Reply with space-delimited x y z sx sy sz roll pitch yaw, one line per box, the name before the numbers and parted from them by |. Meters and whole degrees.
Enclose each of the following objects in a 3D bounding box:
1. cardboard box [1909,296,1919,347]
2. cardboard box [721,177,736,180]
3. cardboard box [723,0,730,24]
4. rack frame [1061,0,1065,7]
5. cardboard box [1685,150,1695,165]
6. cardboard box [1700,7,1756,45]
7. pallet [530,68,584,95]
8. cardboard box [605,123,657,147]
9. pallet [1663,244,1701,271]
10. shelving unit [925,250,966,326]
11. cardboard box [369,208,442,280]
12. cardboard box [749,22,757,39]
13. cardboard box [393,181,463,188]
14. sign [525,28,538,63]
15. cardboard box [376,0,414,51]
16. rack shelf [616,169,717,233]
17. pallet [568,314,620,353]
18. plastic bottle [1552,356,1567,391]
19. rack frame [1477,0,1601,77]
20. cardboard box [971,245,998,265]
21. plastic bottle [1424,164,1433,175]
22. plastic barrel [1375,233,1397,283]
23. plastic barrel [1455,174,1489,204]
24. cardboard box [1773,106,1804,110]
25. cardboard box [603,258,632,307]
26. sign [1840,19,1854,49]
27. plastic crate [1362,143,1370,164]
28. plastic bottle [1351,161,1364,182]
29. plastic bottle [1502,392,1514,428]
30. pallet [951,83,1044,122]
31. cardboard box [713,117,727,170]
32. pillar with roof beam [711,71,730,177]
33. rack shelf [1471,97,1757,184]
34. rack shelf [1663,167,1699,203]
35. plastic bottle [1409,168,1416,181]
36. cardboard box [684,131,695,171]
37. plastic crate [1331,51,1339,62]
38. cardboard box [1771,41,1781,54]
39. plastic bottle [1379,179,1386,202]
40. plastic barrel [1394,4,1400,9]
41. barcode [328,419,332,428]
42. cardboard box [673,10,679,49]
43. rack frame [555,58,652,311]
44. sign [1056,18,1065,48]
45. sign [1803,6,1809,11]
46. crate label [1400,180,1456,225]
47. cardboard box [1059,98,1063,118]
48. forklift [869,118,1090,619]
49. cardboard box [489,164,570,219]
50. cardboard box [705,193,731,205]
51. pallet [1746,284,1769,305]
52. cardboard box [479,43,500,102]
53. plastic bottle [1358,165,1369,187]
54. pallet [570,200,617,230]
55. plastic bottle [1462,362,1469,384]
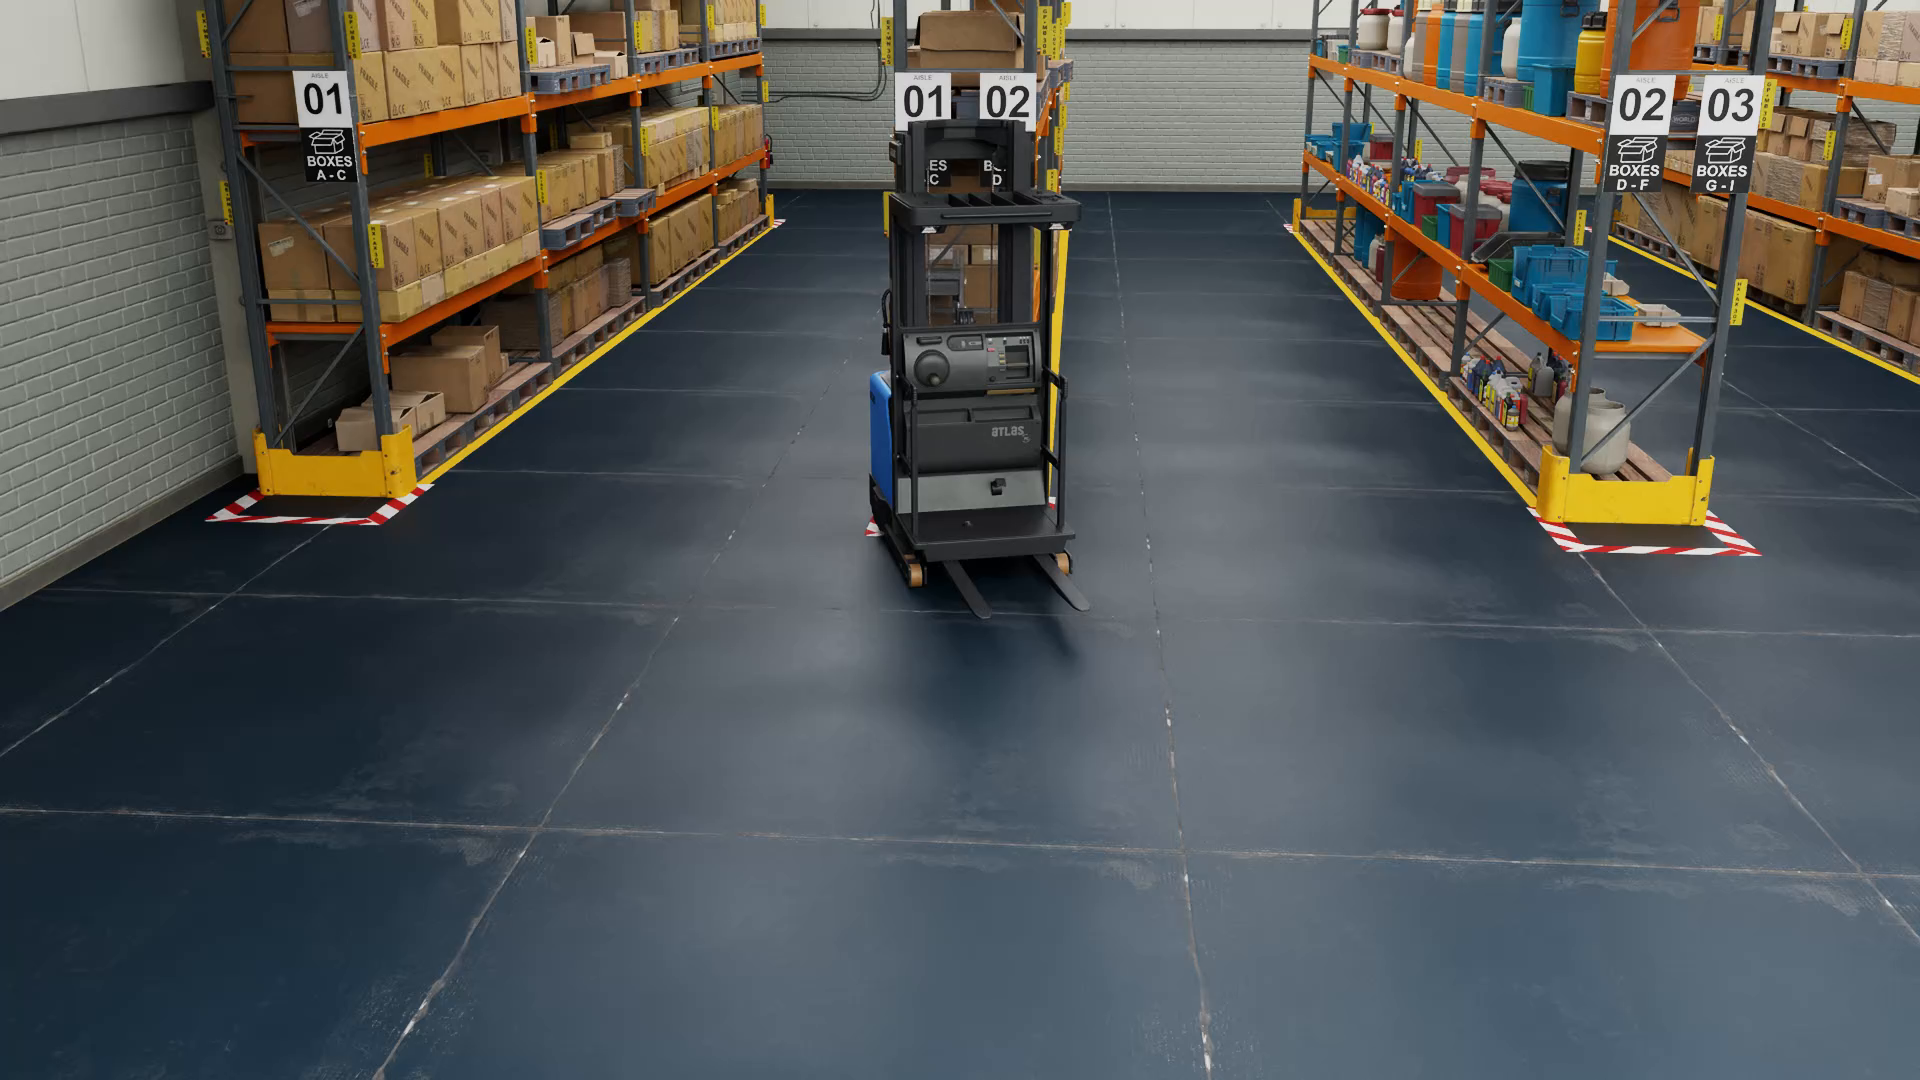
cardboard box | 10.362 -2.238 17.244 0.700 0.500 0.500 0 18 -1
cardboard box | -3.898 -5.907 27.433 0.380 0.149 0.250 1 18 4
cardboard box | -3.683 -7.854 24.459 0.500 0.500 0.500 1 18 3
rack frame | 1.184 -9.505 26.480 1.000 3.000 0.127 1 18 4
cardboard box | 10.548 -5.403 23.358 0.500 0.250 0.500 1 18 3
cardboard box | 10.774 -7.154 23.127 0.700 0.500 0.500 0 18 1
pallet | -4.467 -4.562 16.514 1.213 0.211 1.003 1 18 4
cardboard box | -4.039 -4.978 20.424 0.500 0.250 0.500 2 18 5
pallet | 10.910 -4.099 24.094 1.003 0.211 1.213 1 18 4
shelving unit | -0.201 -1.065 12.212 0.431 2.100 0.503 -1 11 -6
cardboard box | -4.525 -2.384 13.386 0.500 0.500 0.500 1 18 4
cardboard box | -3.545 -8.132 26.511 0.500 0.250 0.500 2 18 6
cardboard box | -4.900 -3.030 15.356 0.500 0.500 0.500 1 18 4
sign | -4.076 -4.698 15.797 0.100 0.325 0.005 1 18 4
cardboard box | -4.548 -4.021 12.762 0.500 0.500 0.500 1 18 3
rack shelf | -4.187 -4.559 22.173 1.077 0.370 4.000 1 18 4
pallet | -4.478 -2.334 18.706 1.003 0.211 1.213 1 18 4
plastic bottle | 5.491 -1.500 15.231 0.144 0.351 0.185 0 18 1
rack frame | 5.264 -5.667 14.765 1.000 3.000 0.127 1 18 4
cardboard box | 0.280 -2.158 12.489 0.380 0.149 0.250 1 18 4
plastic bottle | 6.019 -4.642 21.352 0.144 0.351 0.185 1 18 4
plastic barrel | 5.650 -3.615 21.336 0.600 0.588 0.708 1 18 4
plastic barrel | 5.690 -3.787 18.483 0.421 0.512 0.421 0 18 0
cardboard box | 10.740 -5.515 22.167 0.797 0.503 0.637 1 18 2
cardboard box | -4.330 -3.076 19.800 0.700 0.500 0.500 2 18 5
sign | 9.938 -5.671 18.639 0.100 0.325 0.005 1 18 4
plastic crate | 6.131 -5.743 24.726 0.437 0.282 0.530 1 18 4
plastic bottle | 5.398 -4.993 22.541 0.152 0.276 0.135 1 18 4
plastic bottle | 4.662 -1.109 14.145 0.061 0.283 0.133 2 18 5
pallet | 0.113 -3.288 12.464 1.003 0.211 1.213 1 18 4
cardboard box | -3.989 -5.832 24.423 0.980 0.700 0.700 2 18 5
pillar with roof beam | -0.133 -10.376 29.139 9.100 9.000 0.400 1 18 4
rack shelf | 5.121 -3.278 13.448 1.077 0.370 4.000 1 18 4
rack shelf | 10.921 -5.469 24.952 1.077 0.370 4.000 1 18 4
plastic bottle | 5.917 -4.723 21.725 0.097 0.271 0.097 0 18 0
cardboard box | -3.897 -5.256 22.477 0.500 0.500 0.500 1 18 4
plastic crate | 5.549 -7.004 24.087 0.293 0.136 0.466 1 18 4
cardboard box | 10.521 -6.236 21.050 0.380 0.149 0.250 1 18 2
plastic bottle | 5.211 -4.300 20.434 0.097 0.271 0.097 0 18 0
plastic barrel | 5.974 -6.727 21.841 0.600 0.588 0.600 0 18 0
barcode | -5.163 -0.958 13.625 0.001 0.075 0.075 1 18 4
cardboard box | -4.217 -6.933 22.579 0.700 0.500 0.500 0 18 1
rack frame | -4.331 -4.279 20.165 1.000 3.000 0.127 1 18 4
sign | 1.163 -5.864 19.226 0.100 0.325 0.005 1 18 4
sign | 11.320 -7.001 22.320 0.100 0.325 0.005 1 18 4
crate label | 5.210 -3.772 18.562 0.502 0.435 0.616 1 18 4
cardboard box | 1.212 -6.075 23.879 0.500 0.500 0.500 2 18 5
forklift | 0.131 -1.203 10.887 1.130 2.935 3.031 -4 19 -12
cardboard box | -4.500 -3.624 17.299 0.700 0.500 0.500 3 18 10
cardboard box | -3.682 -5.174 25.193 0.380 0.149 0.250 2 18 6
pallet | 10.713 -3.243 21.483 1.003 0.211 1.213 1 18 4
cardboard box | -4.456 -4.200 14.914 0.500 0.500 0.500 0 18 -1
plastic bottle | 5.358 -4.819 22.011 0.152 0.276 0.135 1 18 4
pallet | -4.432 -3.572 18.316 1.003 0.211 1.213 1 18 4
plastic bottle | 4.797 -1.574 15.698 0.097 0.201 0.097 0 18 0
